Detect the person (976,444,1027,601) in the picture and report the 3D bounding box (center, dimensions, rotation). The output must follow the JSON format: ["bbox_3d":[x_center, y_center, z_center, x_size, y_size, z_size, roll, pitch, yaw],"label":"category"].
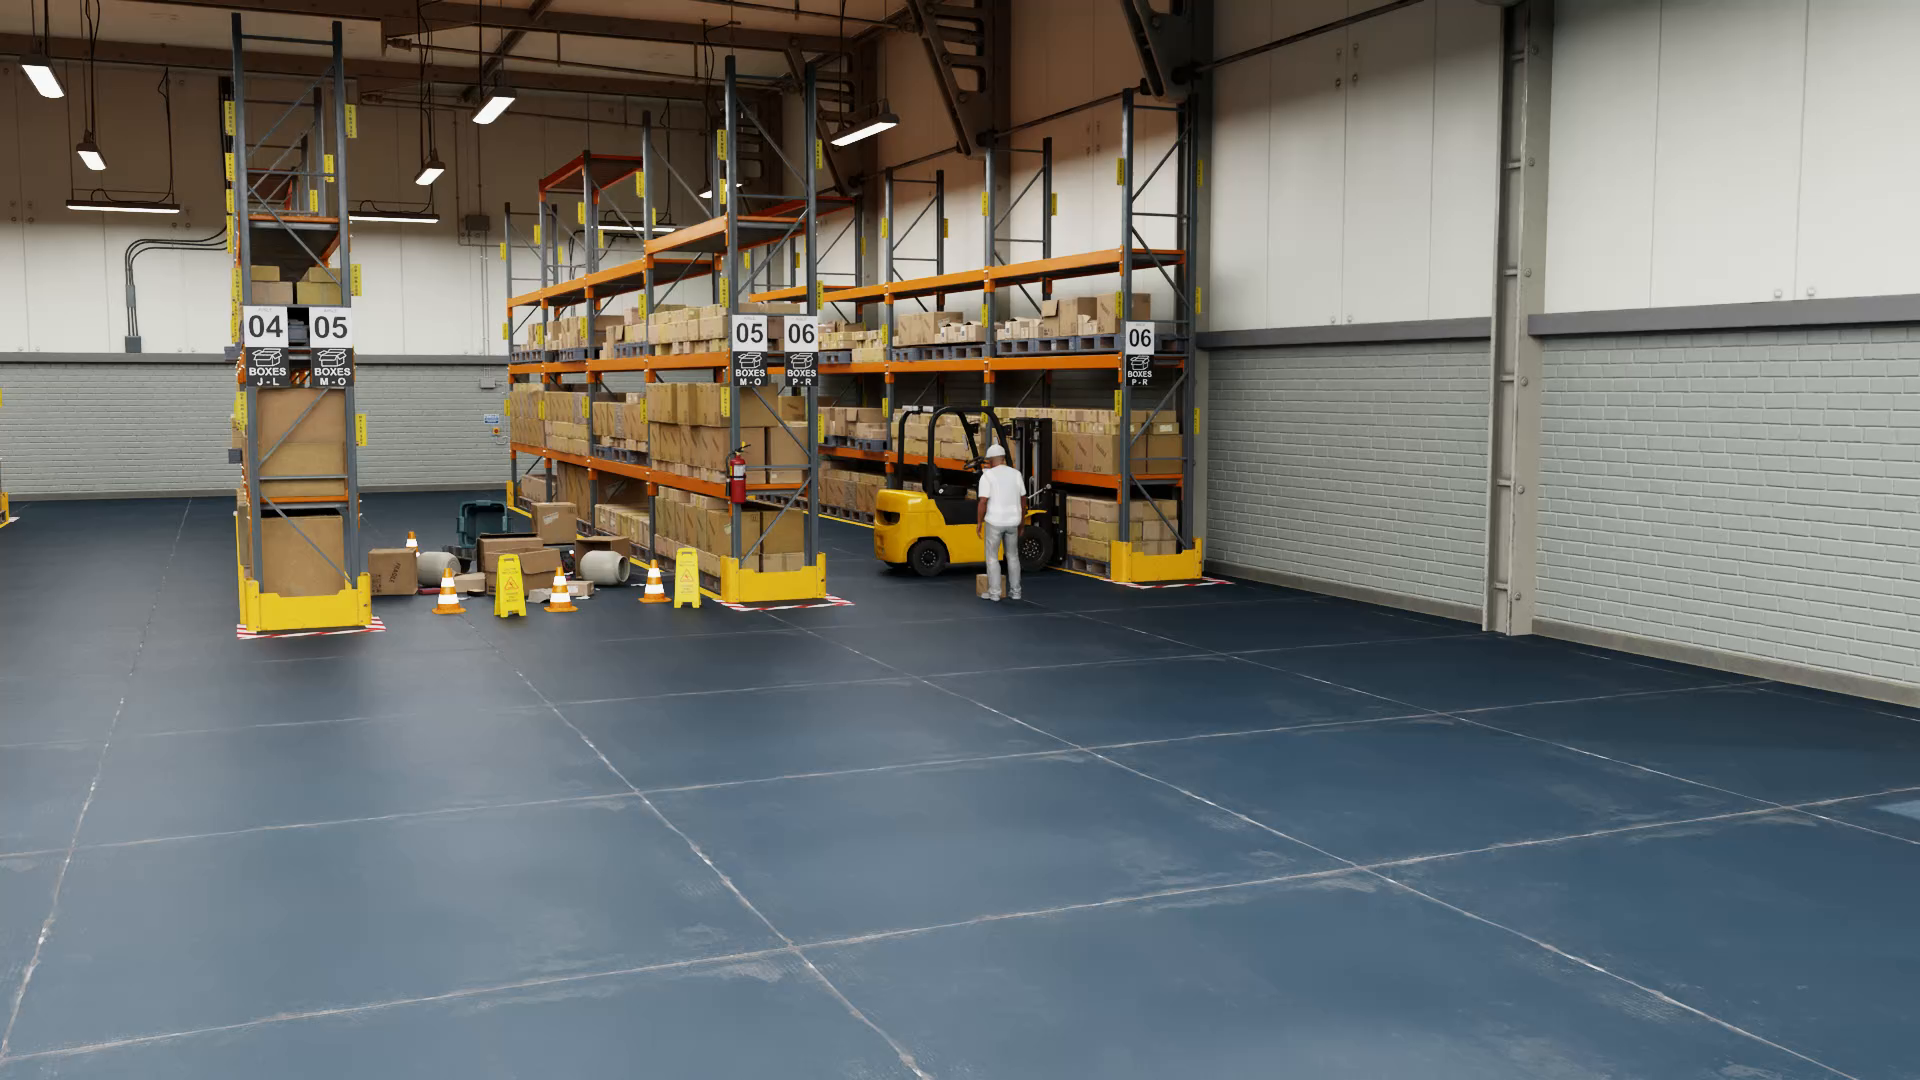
[{"bbox_3d":[0.459,-0.202,18.839,0.627,1.759,0.462,-3,6,-27],"label":"person"}]
